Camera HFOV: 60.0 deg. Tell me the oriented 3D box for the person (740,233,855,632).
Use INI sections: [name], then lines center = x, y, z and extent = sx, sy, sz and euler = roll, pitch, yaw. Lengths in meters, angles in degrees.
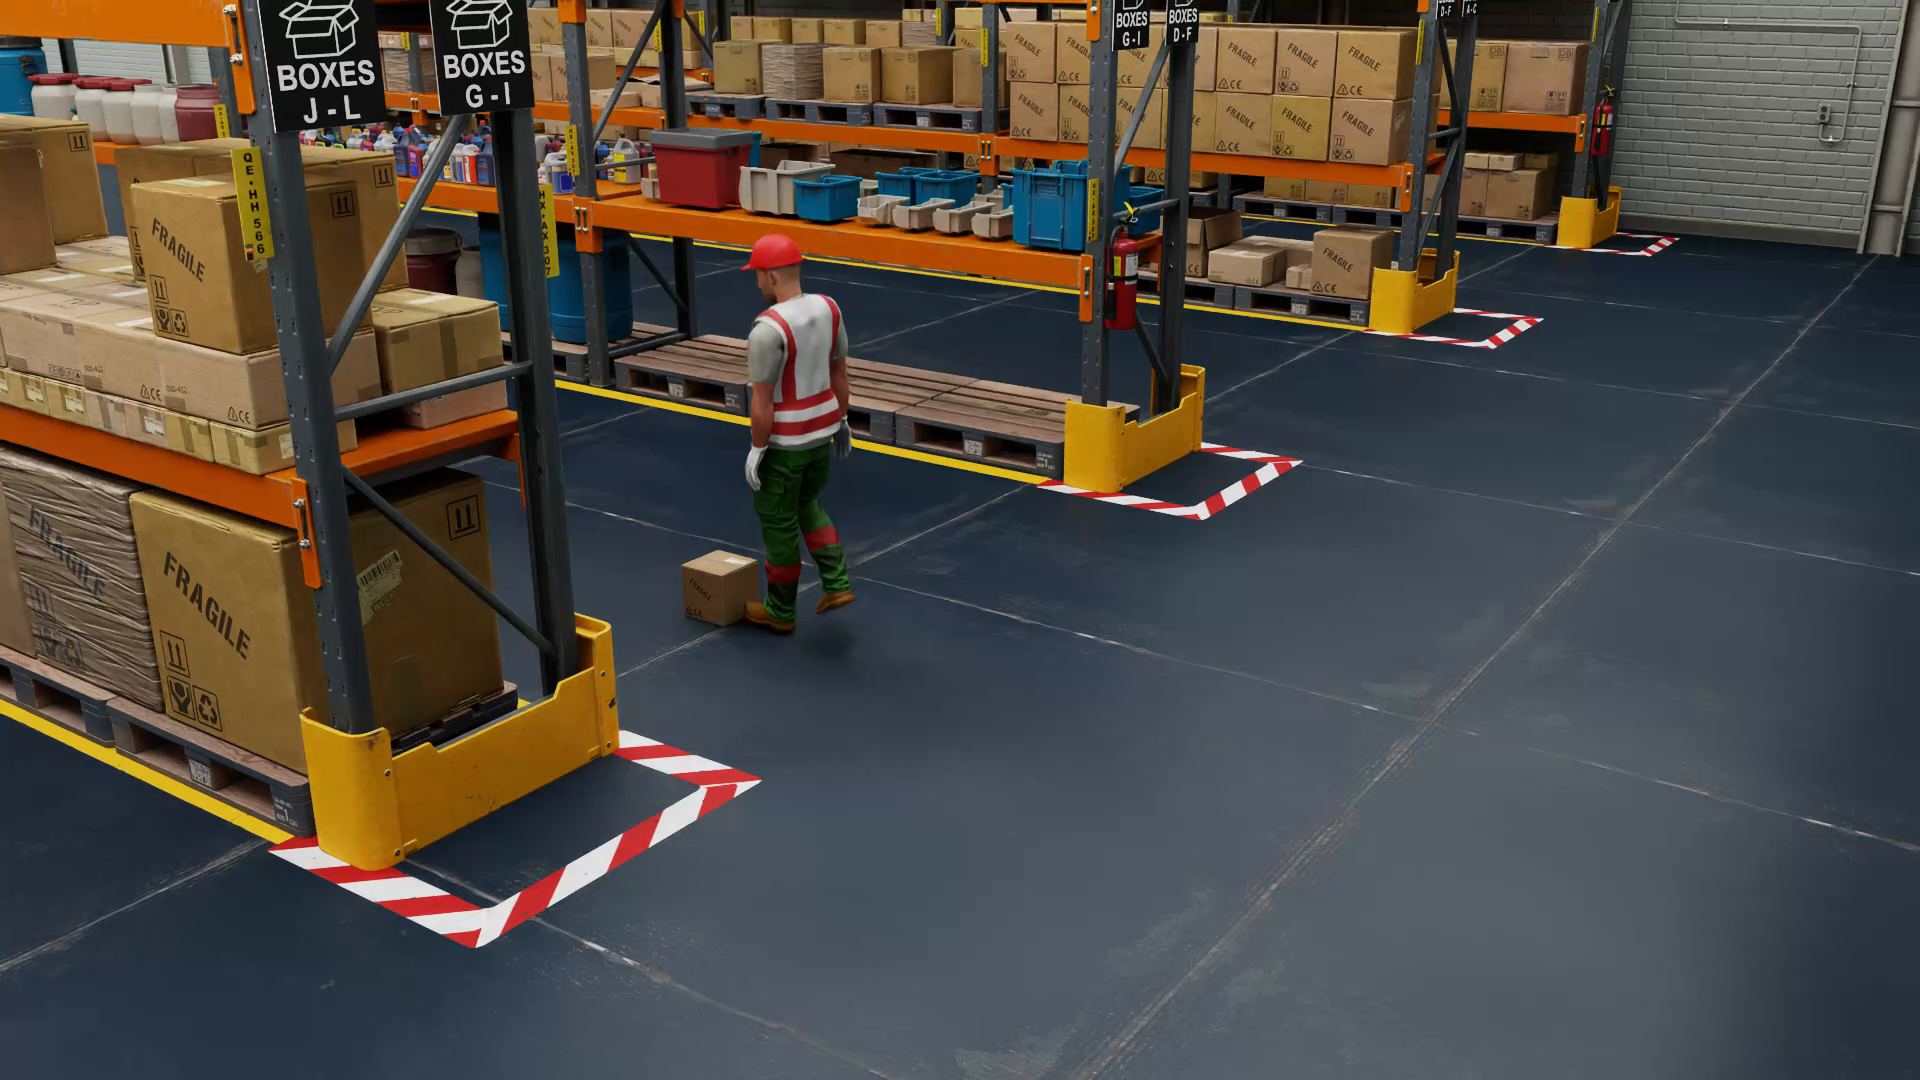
[person]
center = -0.775, -0.449, 7.234
extent = 0.500, 1.785, 0.581
euler = 15, 24, 36
